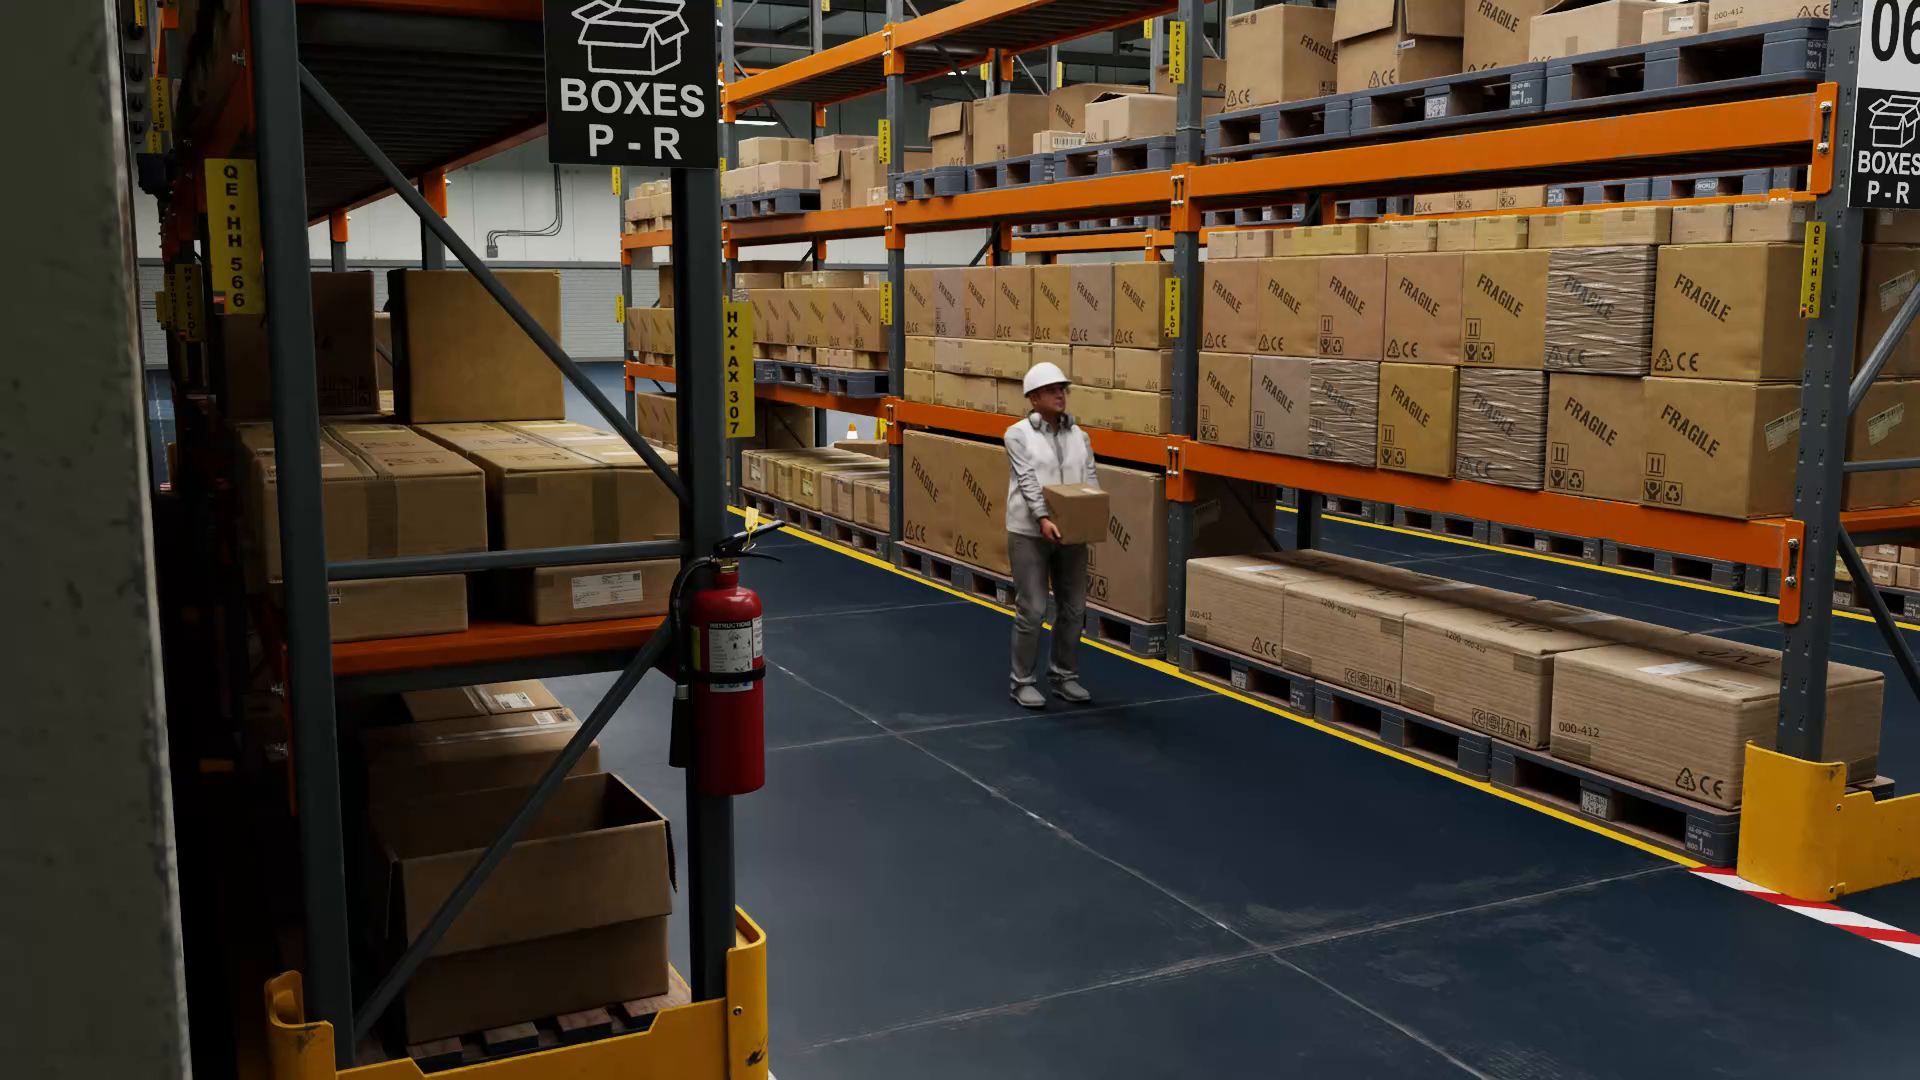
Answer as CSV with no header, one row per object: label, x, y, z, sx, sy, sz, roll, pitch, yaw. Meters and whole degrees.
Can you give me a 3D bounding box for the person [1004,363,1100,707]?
person,0.508,-0.021,8.577,0.494,1.762,0.556,-4,9,-26
